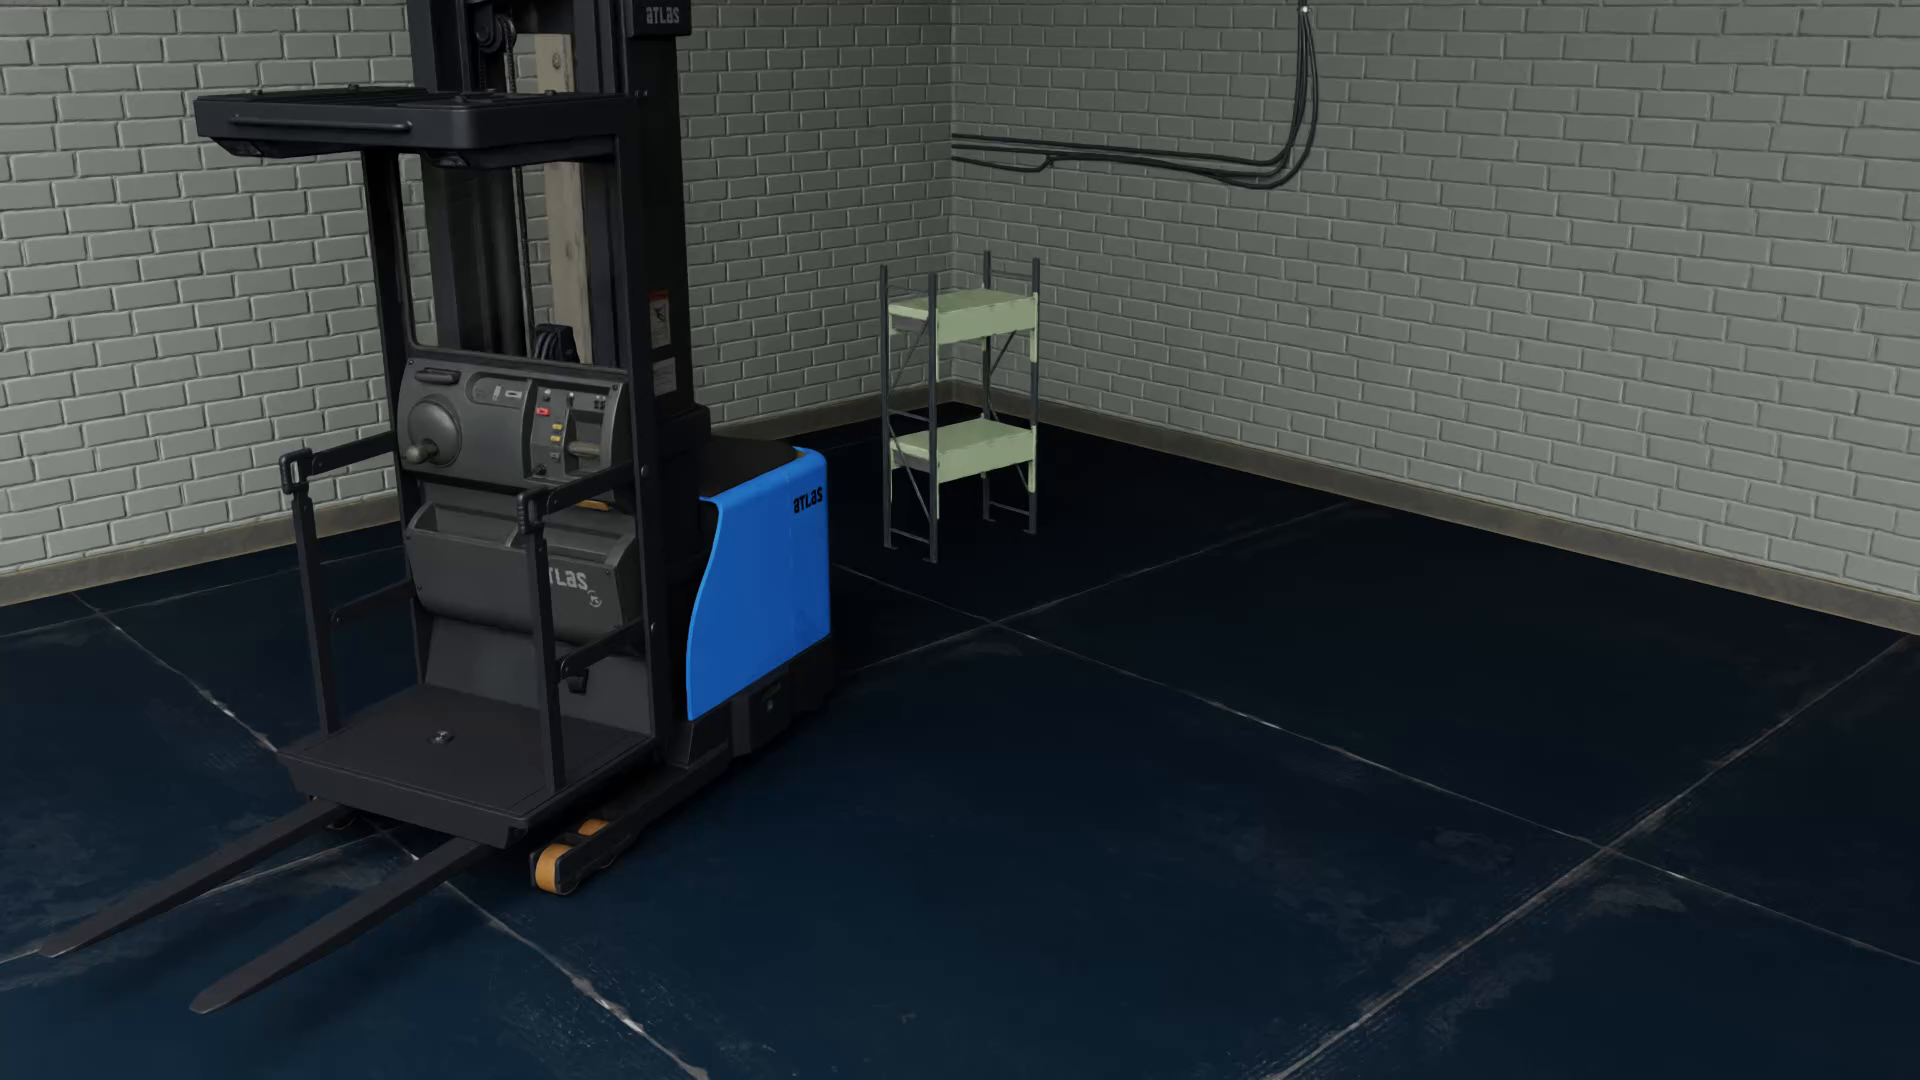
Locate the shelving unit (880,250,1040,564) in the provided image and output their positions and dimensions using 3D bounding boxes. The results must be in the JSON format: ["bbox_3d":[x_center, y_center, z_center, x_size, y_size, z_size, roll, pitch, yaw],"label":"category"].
[{"bbox_3d":[0.005,-0.715,8.758,0.755,1.500,0.431,-16,24,-41],"label":"shelving unit"}]

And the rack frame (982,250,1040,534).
[{"bbox_3d":[0.271,-0.792,8.997,0.023,1.500,0.400,-16,24,-41],"label":"rack frame"}]

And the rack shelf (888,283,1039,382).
[{"bbox_3d":[0.005,-1.086,8.637,0.720,0.370,0.431,-16,24,-41],"label":"rack shelf"}]

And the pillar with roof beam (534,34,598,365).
[{"bbox_3d":[0.835,-3.670,5.714,0.400,9.000,9.100,-16,24,-41],"label":"pillar with roof beam"}]

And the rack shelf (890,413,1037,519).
[{"bbox_3d":[0.005,-0.405,8.858,0.720,0.370,0.431,-16,24,-41],"label":"rack shelf"}]

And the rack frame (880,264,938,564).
[{"bbox_3d":[-0.261,-0.637,8.519,0.023,1.500,0.400,-16,24,-41],"label":"rack frame"}]

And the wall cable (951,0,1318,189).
[{"bbox_3d":[0.926,-3.486,10.180,0.112,2.526,3.097,-16,24,-41],"label":"wall cable"}]

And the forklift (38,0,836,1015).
[{"bbox_3d":[-1.623,-0.393,5.443,1.130,2.935,3.031,9,20,25],"label":"forklift"}]
